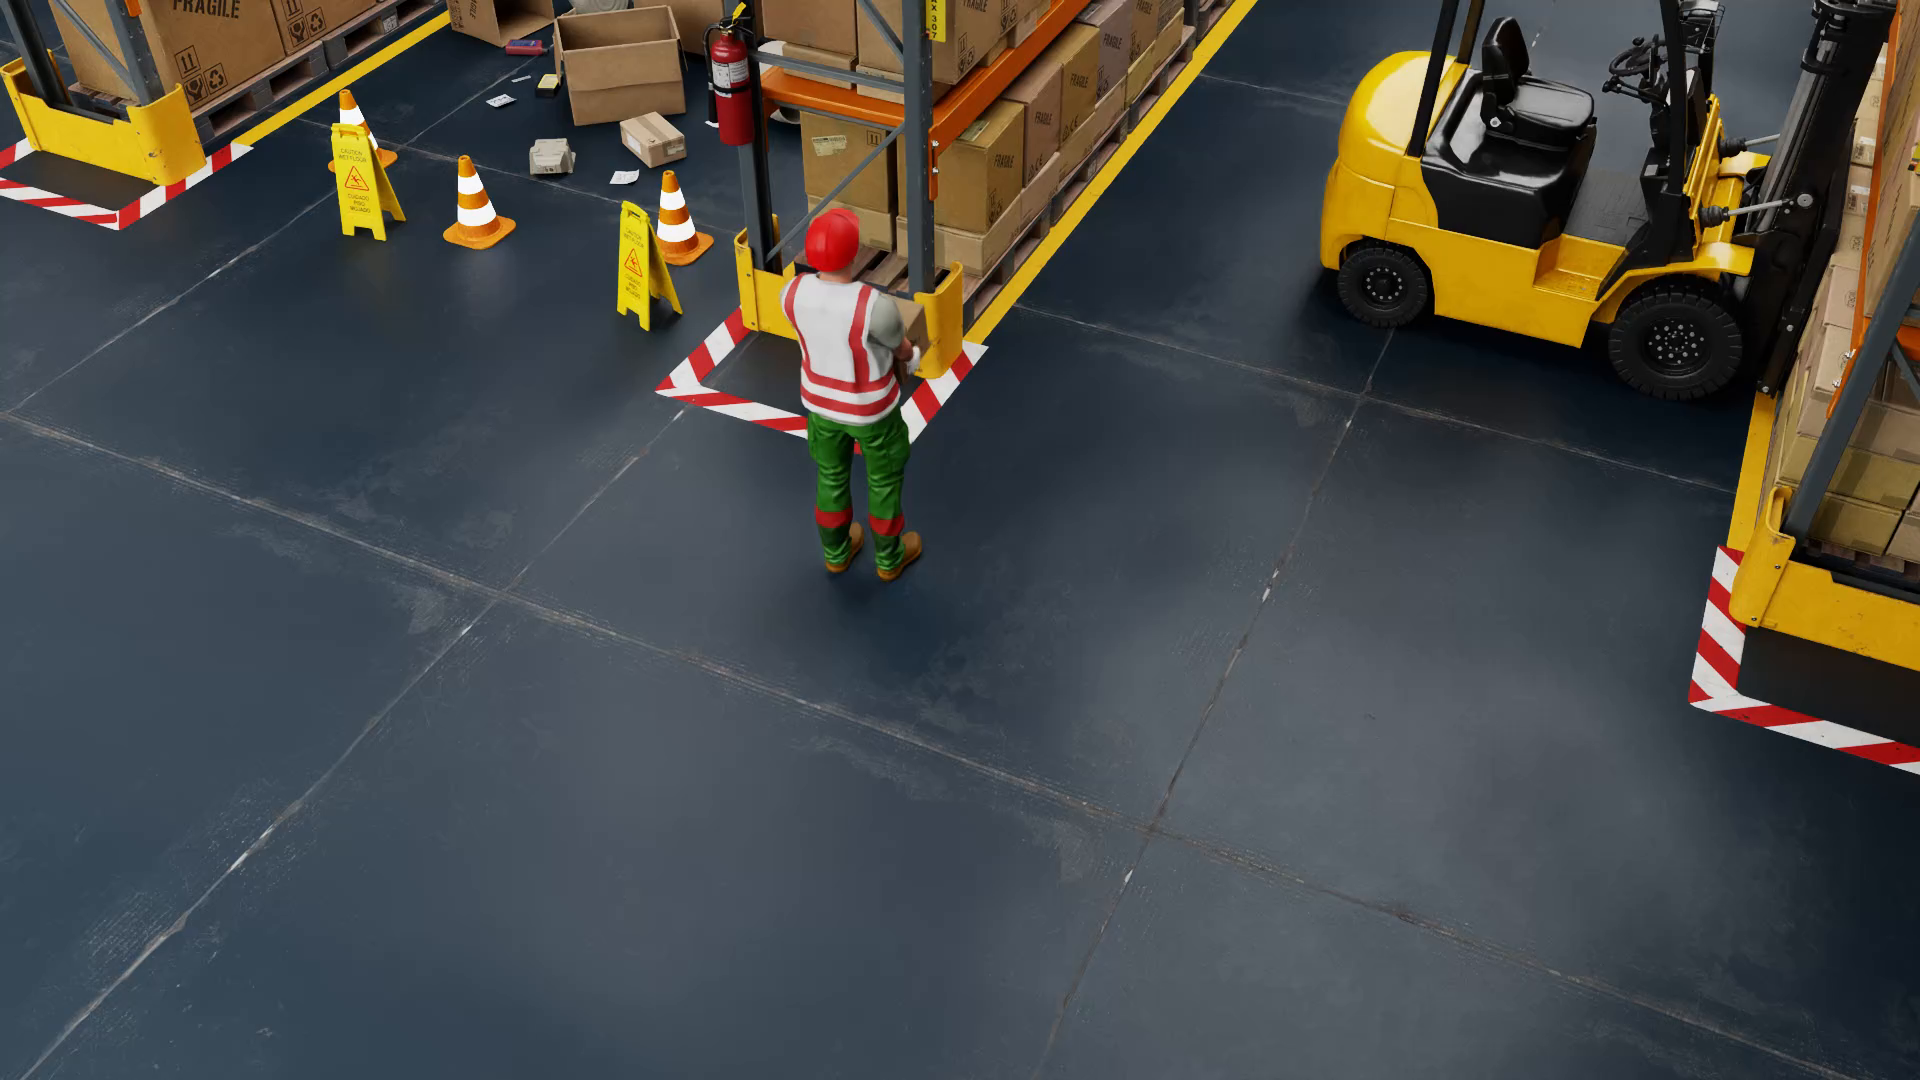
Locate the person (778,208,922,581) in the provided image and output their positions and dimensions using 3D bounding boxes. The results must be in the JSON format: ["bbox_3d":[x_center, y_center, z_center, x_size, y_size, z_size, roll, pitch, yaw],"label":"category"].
[{"bbox_3d":[-0.417,-0.624,6.842,0.506,1.792,0.556,15,44,16],"label":"person"}]
